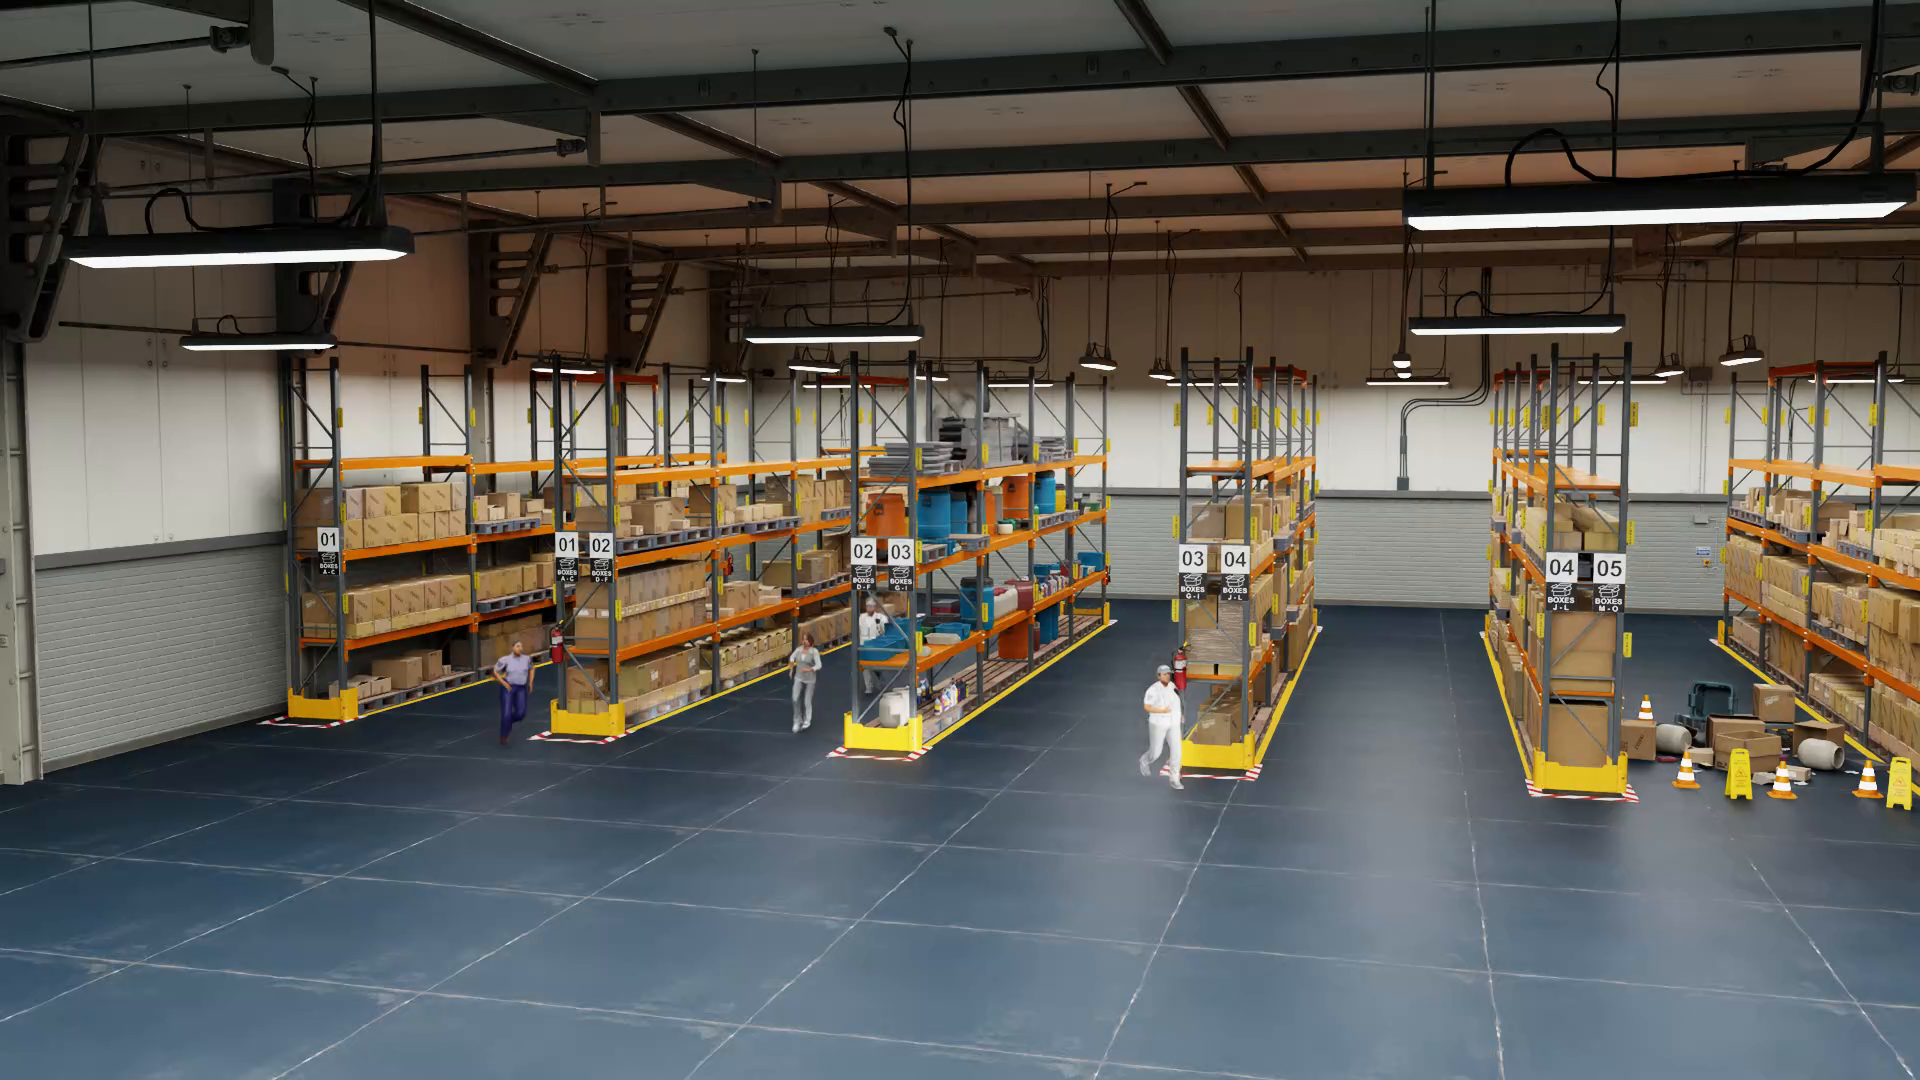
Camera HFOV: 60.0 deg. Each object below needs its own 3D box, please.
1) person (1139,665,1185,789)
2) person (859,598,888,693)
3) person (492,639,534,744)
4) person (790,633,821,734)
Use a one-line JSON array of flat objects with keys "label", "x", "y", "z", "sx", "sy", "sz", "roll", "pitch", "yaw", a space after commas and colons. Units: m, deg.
[{"label": "person", "x": 2.774, "y": 2.515, "z": 22.616, "sx": 0.618, "sy": 1.639, "sz": 0.878, "roll": -2, "pitch": 5, "yaw": -23}, {"label": "person", "x": -1.621, "y": 1.914, "z": 30.222, "sx": 0.659, "sy": 1.732, "sz": 0.600, "roll": 1, "pitch": 4, "yaw": 8}, {"label": "person", "x": -6.878, "y": 2.333, "z": 25.733, "sx": 0.696, "sy": 1.590, "sz": 0.495, "roll": -3, "pitch": 5, "yaw": -34}, {"label": "person", "x": -2.464, "y": 2.276, "z": 26.494, "sx": 0.547, "sy": 1.616, "sz": 0.615, "roll": 0, "pitch": 4, "yaw": 6}]
